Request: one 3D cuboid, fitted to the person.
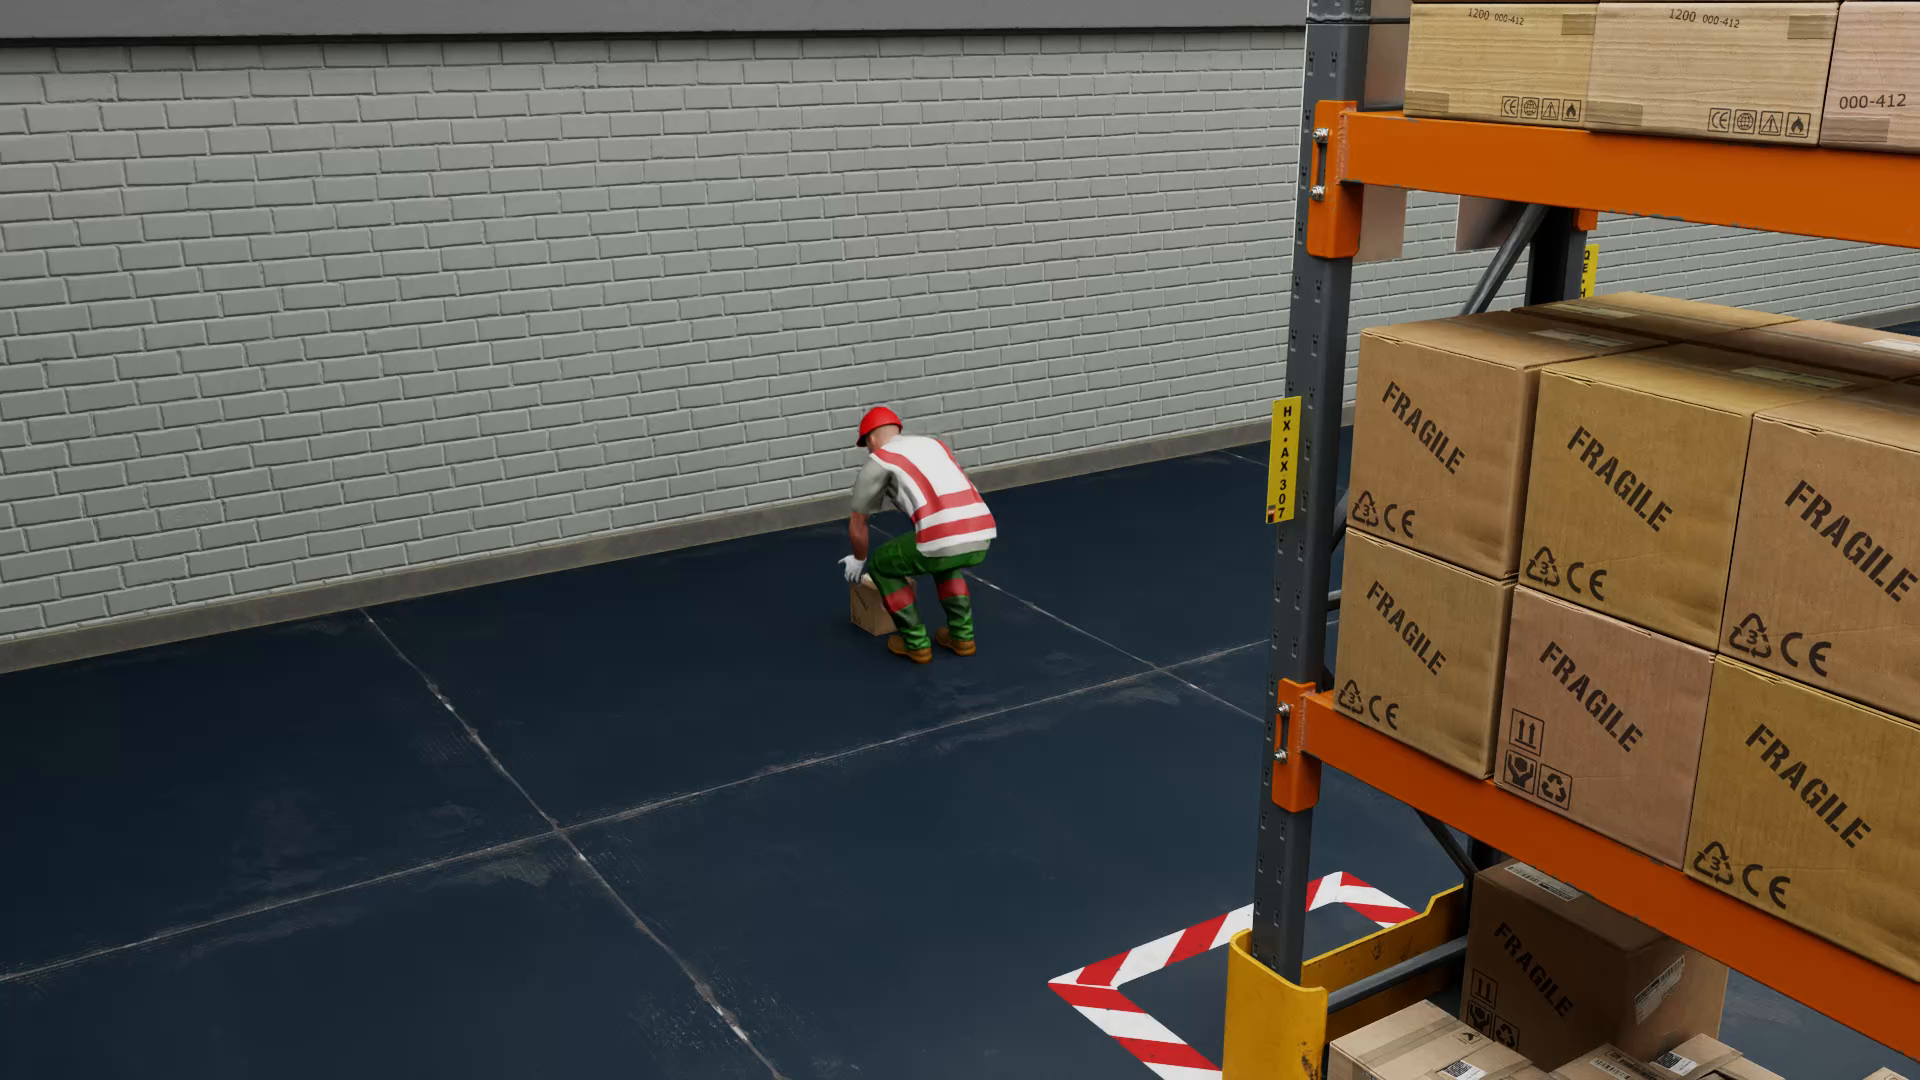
[{"bbox_3d":[-0.211,-0.017,8.077,0.584,1.172,0.852,-11,21,-32],"label":"person"}]
